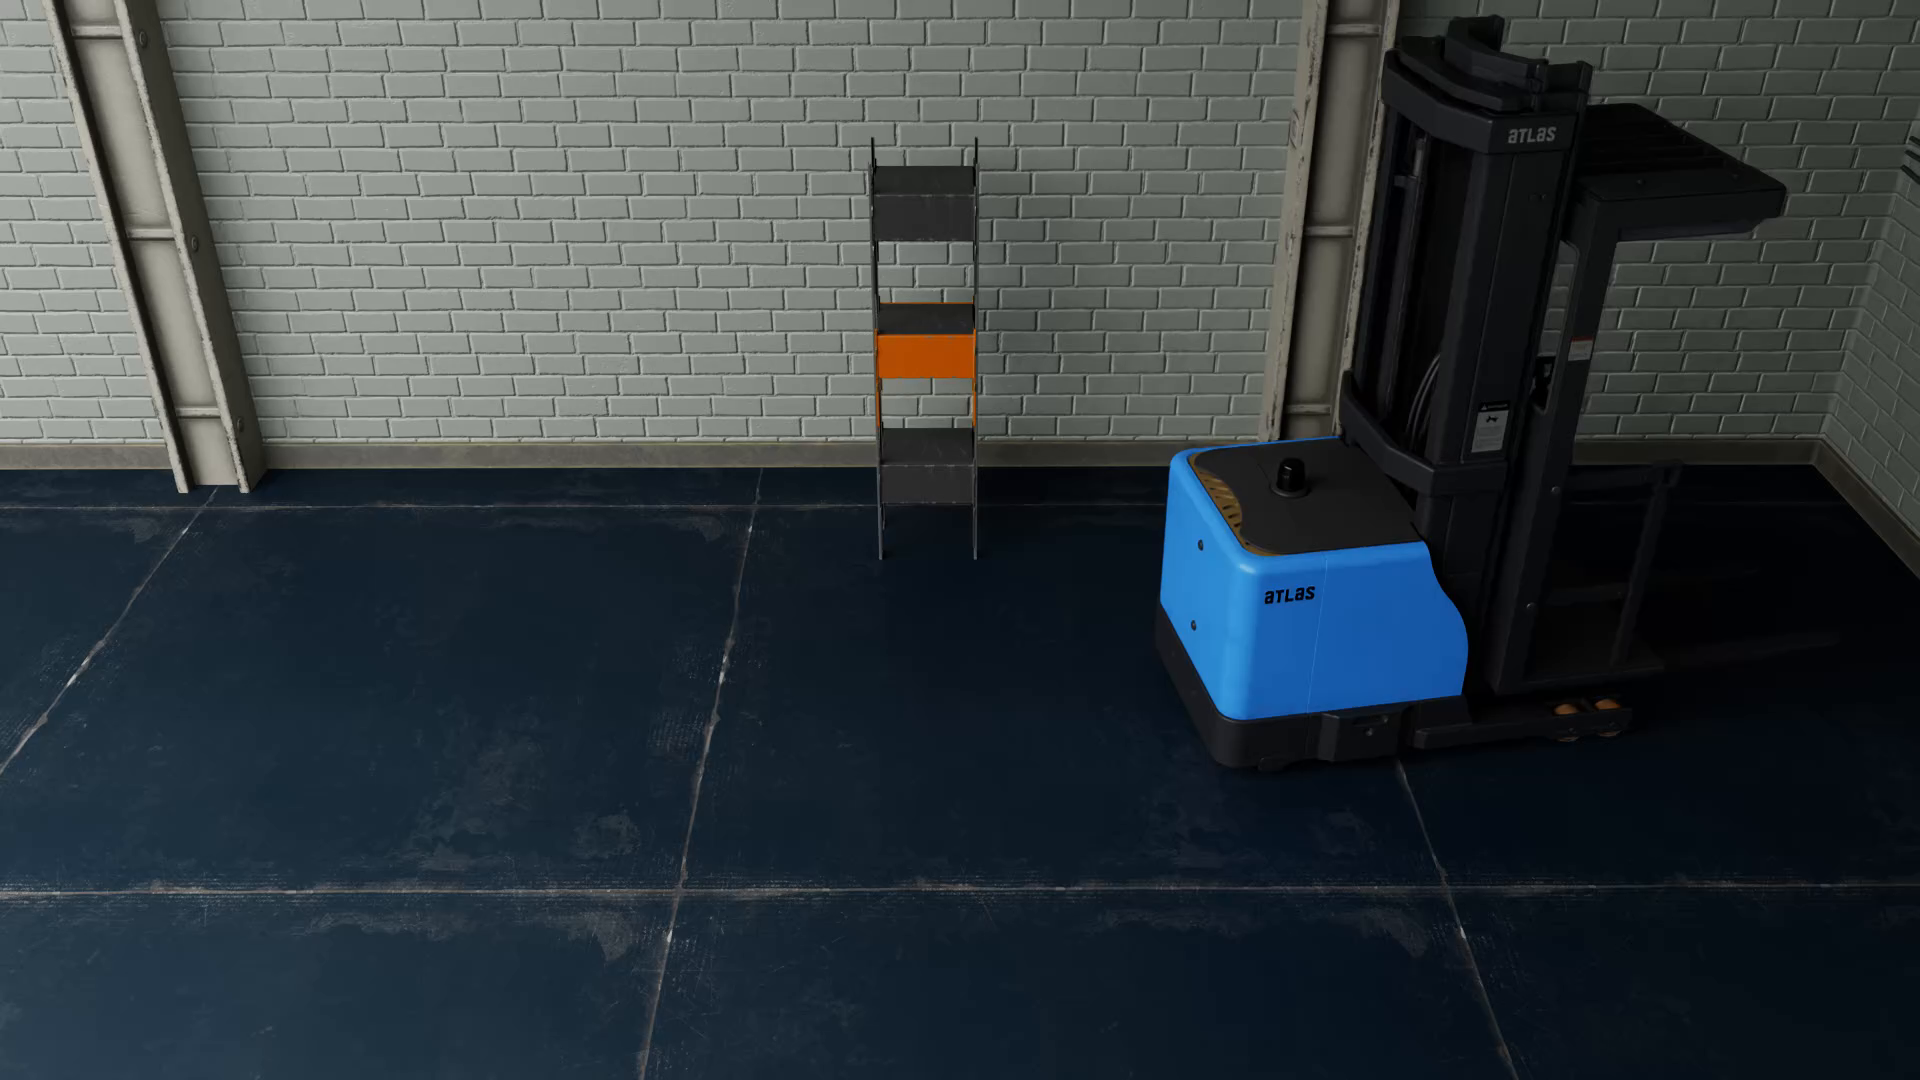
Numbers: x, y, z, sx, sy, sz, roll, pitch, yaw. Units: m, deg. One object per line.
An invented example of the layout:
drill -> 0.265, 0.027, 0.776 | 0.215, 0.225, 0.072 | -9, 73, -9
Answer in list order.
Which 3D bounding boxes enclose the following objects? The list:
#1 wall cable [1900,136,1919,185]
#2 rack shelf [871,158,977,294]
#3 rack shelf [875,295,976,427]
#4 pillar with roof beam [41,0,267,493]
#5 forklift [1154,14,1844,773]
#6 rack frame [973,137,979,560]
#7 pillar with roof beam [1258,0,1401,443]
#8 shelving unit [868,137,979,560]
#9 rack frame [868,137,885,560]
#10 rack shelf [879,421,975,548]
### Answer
wall cable -> 4.835, -2.203, 6.700 | 0.112, 2.526, 3.097 | 0, 31, 0
rack shelf -> -0.166, -1.484, 7.848 | 0.480, 0.518, 0.431 | 0, 31, 0
rack shelf -> -0.166, -0.885, 8.212 | 0.480, 0.518, 0.431 | 0, 31, 0
pillar with roof beam -> -4.093, -1.956, 3.298 | 0.400, 9.000, 9.100 | 0, 31, 0
forklift -> 2.480, -0.632, 6.966 | 3.031, 2.935, 1.130 | -6, 32, -9
rack frame -> 0.078, -0.898, 8.206 | 0.015, 2.100, 0.400 | 0, 31, 0
pillar with roof beam -> 1.907, -1.974, 3.329 | 0.400, 9.000, 9.100 | 0, 31, 0
shelving unit -> -0.166, -0.897, 8.204 | 0.503, 2.100, 0.431 | 0, 31, 0
rack frame -> -0.410, -0.896, 8.203 | 0.015, 2.100, 0.400 | 0, 31, 0
rack shelf -> -0.166, -0.287, 8.575 | 0.480, 0.518, 0.431 | 0, 31, 0
